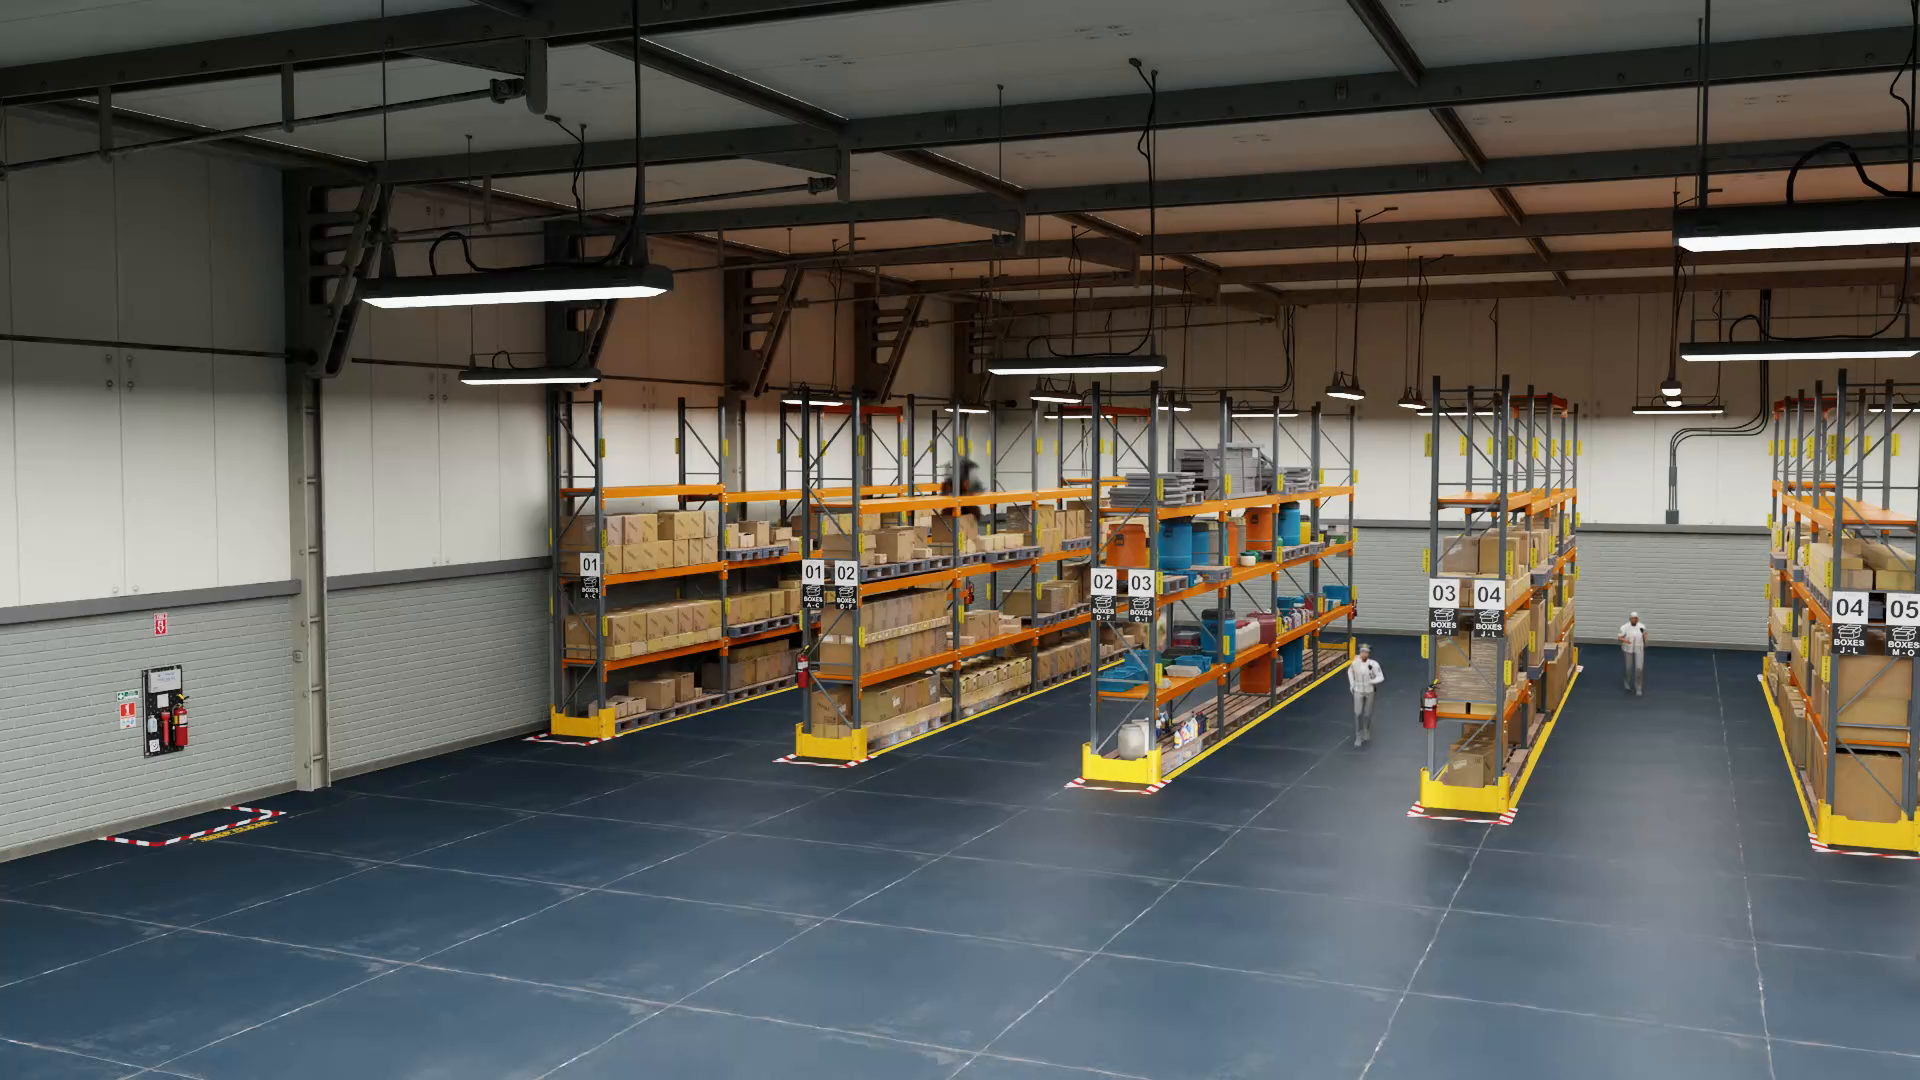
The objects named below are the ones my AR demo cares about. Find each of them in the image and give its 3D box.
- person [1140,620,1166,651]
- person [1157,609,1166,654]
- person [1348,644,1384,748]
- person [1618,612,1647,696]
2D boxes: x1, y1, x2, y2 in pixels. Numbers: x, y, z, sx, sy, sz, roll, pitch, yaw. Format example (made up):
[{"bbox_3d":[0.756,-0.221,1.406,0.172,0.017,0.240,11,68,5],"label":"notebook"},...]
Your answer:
[{"bbox_3d":[4.034,2.255,34.710,0.562,1.656,0.595,1,3,12],"label":"person"},{"bbox_3d":[4.239,2.219,35.973,0.520,1.560,0.570,1,3,17],"label":"person"},{"bbox_3d":[6.850,2.606,28.101,0.605,1.725,0.794,1,3,17],"label":"person"},{"bbox_3d":[13.734,2.300,33.968,0.569,1.697,0.879,1,3,17],"label":"person"}]
